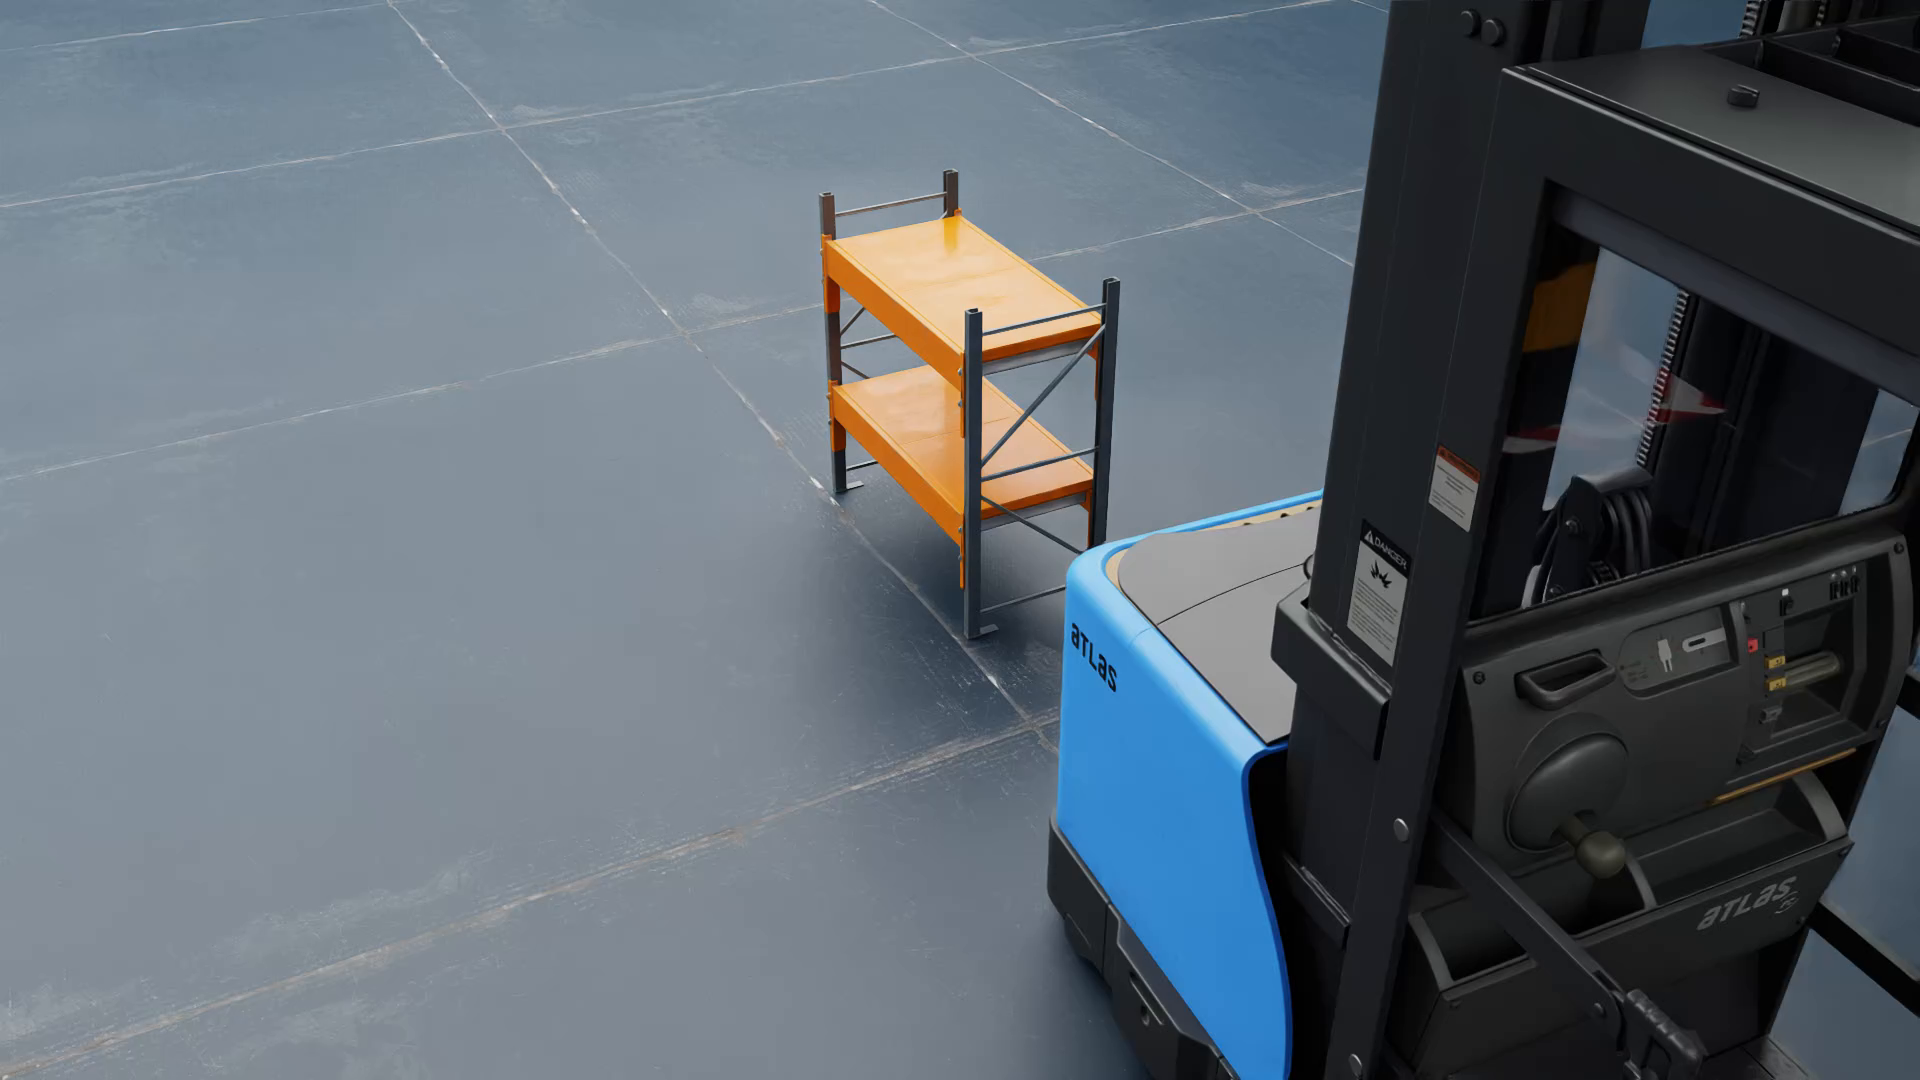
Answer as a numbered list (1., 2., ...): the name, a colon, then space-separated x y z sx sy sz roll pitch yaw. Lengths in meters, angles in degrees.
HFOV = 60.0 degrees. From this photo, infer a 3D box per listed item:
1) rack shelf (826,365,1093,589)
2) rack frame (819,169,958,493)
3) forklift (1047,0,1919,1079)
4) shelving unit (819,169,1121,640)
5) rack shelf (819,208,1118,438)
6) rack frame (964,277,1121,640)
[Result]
1. rack shelf: 0.003 -0.265 5.573 0.538 0.278 1.000 -16 36 -23
2. rack frame: -0.234 -0.713 5.820 0.500 1.125 0.032 -16 36 -23
3. forklift: 1.284 0.316 2.540 1.130 2.935 3.031 -14 35 -20
4. shelving unit: 0.003 -0.470 5.442 0.538 1.125 1.048 -16 36 -23
5. rack shelf: 0.003 -0.717 5.284 0.538 0.278 1.000 -16 36 -23
6. rack frame: 0.240 -0.228 5.063 0.500 1.125 0.032 -16 36 -23
